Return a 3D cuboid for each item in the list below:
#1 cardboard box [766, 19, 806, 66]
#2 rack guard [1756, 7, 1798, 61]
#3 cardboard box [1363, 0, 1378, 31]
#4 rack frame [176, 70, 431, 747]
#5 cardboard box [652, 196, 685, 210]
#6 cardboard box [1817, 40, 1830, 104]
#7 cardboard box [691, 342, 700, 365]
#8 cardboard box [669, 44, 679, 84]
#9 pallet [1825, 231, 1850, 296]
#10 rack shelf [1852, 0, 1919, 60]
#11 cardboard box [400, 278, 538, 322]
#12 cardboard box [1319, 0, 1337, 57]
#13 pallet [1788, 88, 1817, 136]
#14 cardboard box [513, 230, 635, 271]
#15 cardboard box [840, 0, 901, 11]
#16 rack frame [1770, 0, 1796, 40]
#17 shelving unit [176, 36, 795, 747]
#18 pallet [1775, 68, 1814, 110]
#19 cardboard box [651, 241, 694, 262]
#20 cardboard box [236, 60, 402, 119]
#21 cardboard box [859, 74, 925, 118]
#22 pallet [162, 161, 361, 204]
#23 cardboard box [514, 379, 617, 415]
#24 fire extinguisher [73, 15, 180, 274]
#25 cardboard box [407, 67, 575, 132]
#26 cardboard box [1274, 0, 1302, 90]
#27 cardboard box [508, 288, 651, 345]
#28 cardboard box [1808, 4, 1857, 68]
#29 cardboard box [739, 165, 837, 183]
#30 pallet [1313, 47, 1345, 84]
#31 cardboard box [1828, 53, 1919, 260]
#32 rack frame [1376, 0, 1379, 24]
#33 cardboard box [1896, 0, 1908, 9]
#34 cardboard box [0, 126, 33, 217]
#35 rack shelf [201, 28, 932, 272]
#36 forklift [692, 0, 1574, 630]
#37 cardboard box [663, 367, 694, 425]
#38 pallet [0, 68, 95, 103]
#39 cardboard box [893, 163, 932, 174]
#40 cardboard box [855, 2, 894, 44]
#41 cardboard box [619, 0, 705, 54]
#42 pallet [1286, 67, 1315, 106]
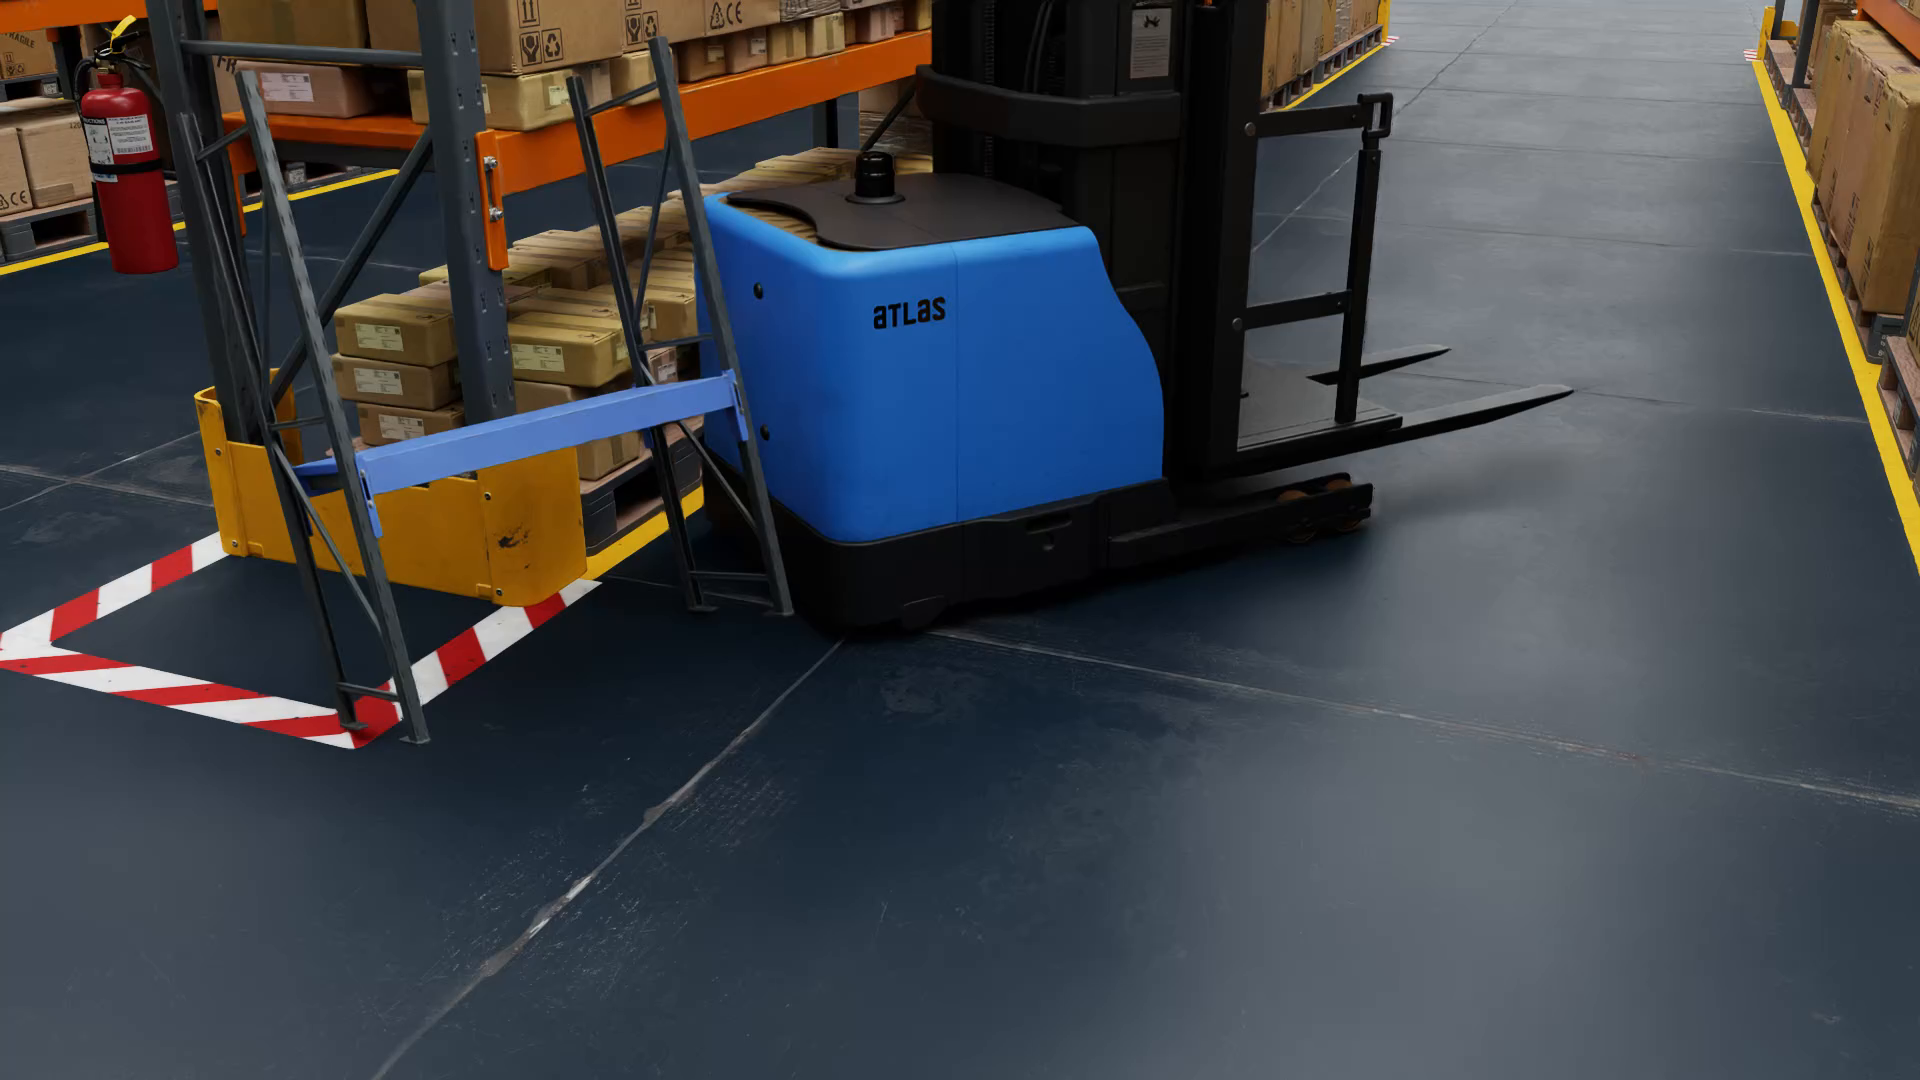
[{"bbox_3d":[-0.785,-1.819,6.039,0.380,0.149,0.250,10,25,22],"label":"cardboard box"},{"bbox_3d":[8.740,-5.099,16.809,1.175,0.500,0.348,9,24,20],"label":"rack guard"},{"bbox_3d":[4.010,-5.987,17.904,0.875,0.875,0.875,9,24,20],"label":"cardboard box"},{"bbox_3d":[-1.511,-0.265,3.815,0.032,1.500,0.500,-19,12,-38],"label":"rack frame"},{"bbox_3d":[-1.053,-1.318,6.896,0.380,0.149,0.250,8,24,18],"label":"cardboard box"},{"bbox_3d":[6.633,-3.313,11.962,0.700,0.500,0.500,7,24,15],"label":"cardboard box"},{"bbox_3d":[-0.950,-0.733,5.881,0.380,0.149,0.250,10,25,22],"label":"cardboard box"},{"bbox_3d":[-1.143,-1.551,5.398,0.380,0.149,0.250,10,25,23],"label":"cardboard box"},{"bbox_3d":[4.979,-1.424,8.385,1.003,0.211,1.213,9,24,20],"label":"pallet"},{"bbox_3d":[5.054,-2.369,7.964,1.077,0.370,4.000,9,24,20],"label":"rack shelf"},{"bbox_3d":[-1.634,-0.761,5.561,0.380,0.149,0.250,9,24,21],"label":"cardboard box"},{"bbox_3d":[3.014,-5.023,15.595,0.875,0.875,0.875,9,24,21],"label":"cardboard box"},{"bbox_3d":[6.995,-3.283,12.835,1.003,0.211,1.213,9,24,20],"label":"pallet"},{"bbox_3d":[-1.453,-1.059,6.276,0.380,0.149,0.250,10,25,22],"label":"cardboard box"},{"bbox_3d":[-0.554,-2.338,6.440,0.500,0.500,0.500,9,24,20],"label":"cardboard box"},{"bbox_3d":[8.769,-6.280,16.392,1.000,3.000,0.127,9,24,20],"label":"rack frame"},{"bbox_3d":[-1.132,-0.395,4.127,1.048,1.500,0.538,-19,12,-38],"label":"shelving unit"},{"bbox_3d":[7.499,-3.807,14.090,1.003,0.211,1.213,9,24,20],"label":"pallet"},{"bbox_3d":[-0.902,-0.978,6.082,0.380,0.149,0.250,10,25,22],"label":"cardboard box"},{"bbox_3d":[-1.884,-1.342,4.896,0.380,0.149,0.250,9,24,20],"label":"cardboard box"},{"bbox_3d":[-0.215,-2.421,8.879,0.500,0.250,0.500,8,24,19],"label":"cardboard box"},{"bbox_3d":[-4.673,-2.404,10.733,1.003,0.211,1.213,9,24,20],"label":"pallet"},{"bbox_3d":[-1.309,-0.467,5.243,0.380,0.149,0.250,10,25,22],"label":"cardboard box"},{"bbox_3d":[-2.264,-1.068,4.500,0.296,0.674,0.183,9,24,20],"label":"fire extinguisher"},{"bbox_3d":[-1.318,-1.253,4.685,0.380,0.149,0.250,9,24,20],"label":"cardboard box"},{"bbox_3d":[2.206,-4.171,13.717,1.050,0.750,0.750,9,24,20],"label":"cardboard box"},{"bbox_3d":[-1.241,-0.708,5.435,0.380,0.149,0.250,9,24,21],"label":"cardboard box"},{"bbox_3d":[7.832,-4.466,14.747,0.500,0.500,0.500,7,24,15],"label":"cardboard box"},{"bbox_3d":[-0.782,-1.603,7.579,0.380,0.149,0.250,8,24,19],"label":"cardboard box"},{"bbox_3d":[3.070,-4.569,15.914,1.003,0.211,1.213,9,24,20],"label":"pallet"},{"bbox_3d":[4.861,-1.751,7.761,1.225,0.875,0.875,8,24,18],"label":"cardboard box"},{"bbox_3d":[4.201,-7.026,18.179,1.000,3.000,0.127,9,24,20],"label":"rack frame"},{"bbox_3d":[4.800,-2.781,7.886,0.500,0.500,0.500,9,24,20],"label":"cardboard box"},{"bbox_3d":[-5.555,-1.886,8.653,0.875,0.438,0.875,8,24,18],"label":"cardboard box"},{"bbox_3d":[-0.999,-1.684,6.323,1.077,0.370,4.000,9,24,20],"label":"rack shelf"},{"bbox_3d":[0.727,-1.504,5.048,3.031,2.935,1.130,-13,26,-28],"label":"forklift"},{"bbox_3d":[-1.143,-0.516,5.746,0.380,0.149,0.250,9,24,21],"label":"cardboard box"},{"bbox_3d":[-8.326,-3.996,14.544,1.003,0.211,1.213,9,24,20],"label":"pallet"},{"bbox_3d":[-0.205,-1.623,7.625,0.380,0.149,0.250,9,24,21],"label":"cardboard box"},{"bbox_3d":[-0.486,-2.095,6.700,0.380,0.149,0.250,8,24,18],"label":"cardboard box"},{"bbox_3d":[-1.144,-1.800,5.152,0.500,0.500,0.500,9,24,20],"label":"cardboard box"},{"bbox_3d":[2.499,-4.021,14.602,1.003,0.211,1.213,9,24,20],"label":"pallet"}]
